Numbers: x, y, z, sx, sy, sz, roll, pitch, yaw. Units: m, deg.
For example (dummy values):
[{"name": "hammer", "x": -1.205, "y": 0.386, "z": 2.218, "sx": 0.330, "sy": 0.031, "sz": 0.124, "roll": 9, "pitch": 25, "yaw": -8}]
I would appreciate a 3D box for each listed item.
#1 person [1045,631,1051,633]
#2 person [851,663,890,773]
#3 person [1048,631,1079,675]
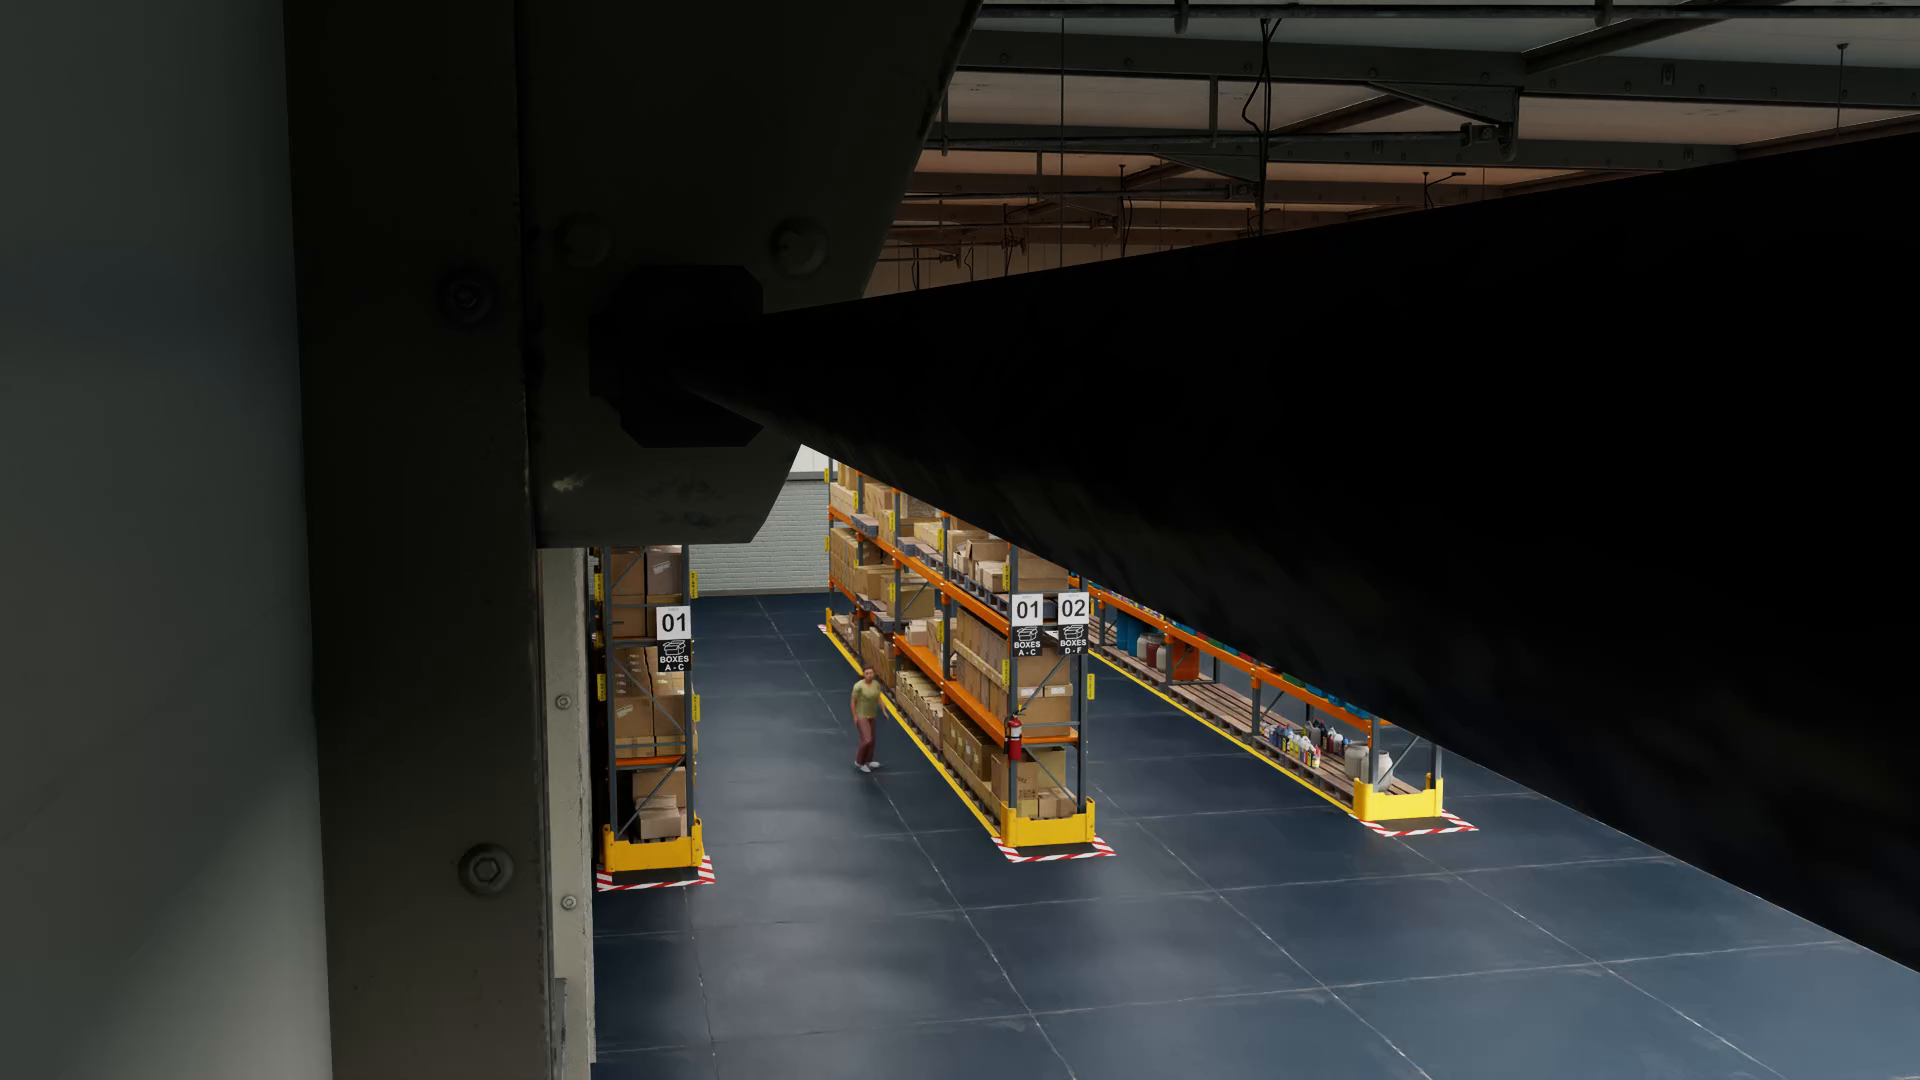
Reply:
[{"name": "person", "x": 1.484, "y": 1.901, "z": 29.986, "sx": 0.630, "sy": 1.825, "sz": 0.831, "roll": -1, "pitch": 7, "yaw": -10}, {"name": "person", "x": -1.375, "y": 2.611, "z": 24.581, "sx": 0.588, "sy": 1.645, "sz": 0.542, "roll": 6, "pitch": 9, "yaw": 43}, {"name": "person", "x": 1.690, "y": 2.135, "z": 28.118, "sx": 0.687, "sy": 1.706, "sz": 0.735, "roll": 0, "pitch": 7, "yaw": -4}]
